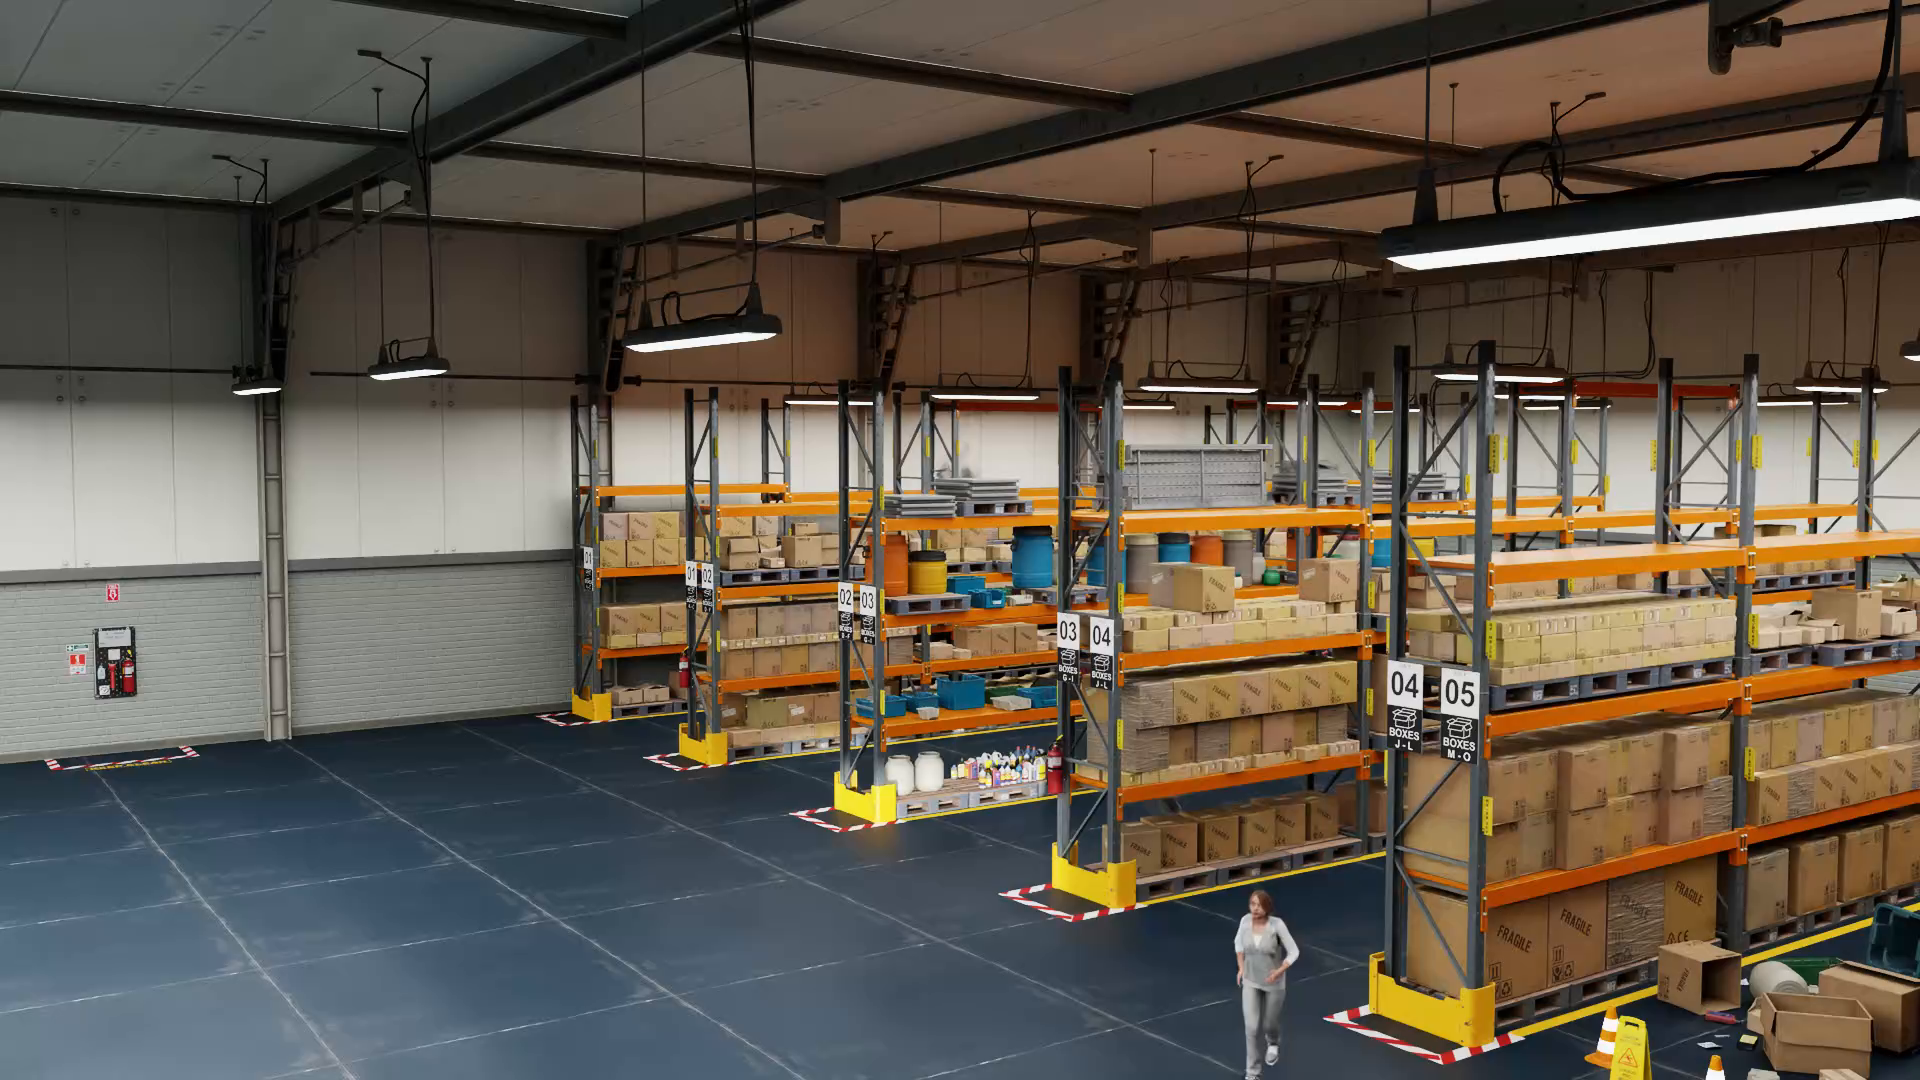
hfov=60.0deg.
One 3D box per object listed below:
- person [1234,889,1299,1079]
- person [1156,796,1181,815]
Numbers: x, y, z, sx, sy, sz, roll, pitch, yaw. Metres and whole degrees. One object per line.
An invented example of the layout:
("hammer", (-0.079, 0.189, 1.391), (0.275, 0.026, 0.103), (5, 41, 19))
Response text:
("person", (2.446, 3.562, 13.290), (0.536, 1.612, 0.775), (1, 4, 21))
("person", (2.697, 2.993, 22.125), (0.565, 1.658, 0.551), (3, 5, 45))
